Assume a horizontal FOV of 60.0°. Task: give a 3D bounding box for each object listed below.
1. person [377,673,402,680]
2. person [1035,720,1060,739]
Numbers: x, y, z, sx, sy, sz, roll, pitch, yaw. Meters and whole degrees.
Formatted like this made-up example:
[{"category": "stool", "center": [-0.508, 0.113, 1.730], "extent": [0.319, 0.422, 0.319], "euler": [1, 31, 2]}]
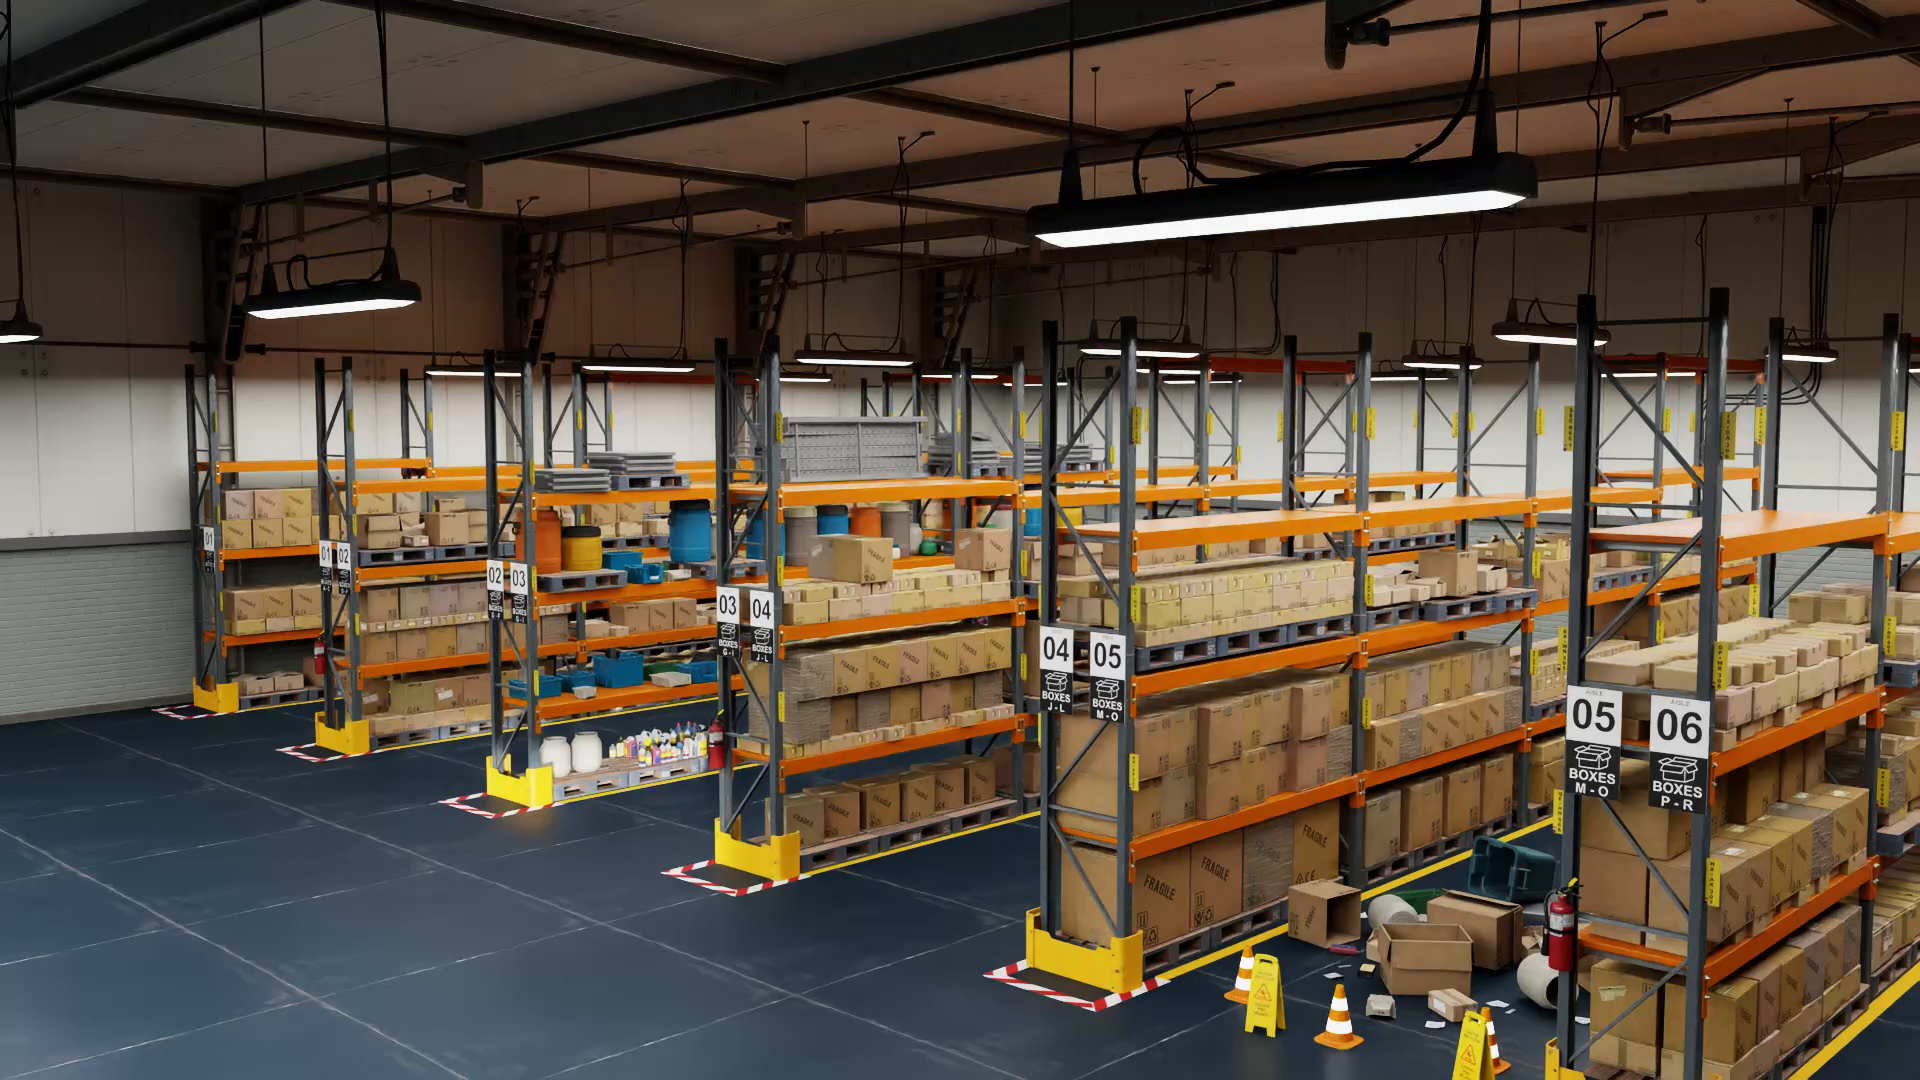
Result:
[{"category": "person", "center": [-9.750, 2.198, 28.332], "extent": [0.437, 1.545, 0.920], "euler": [1, 5, 17]}, {"category": "person", "center": [1.392, 2.202, 24.934], "extent": [0.635, 1.618, 0.631], "euler": [-3, 5, -34]}]
